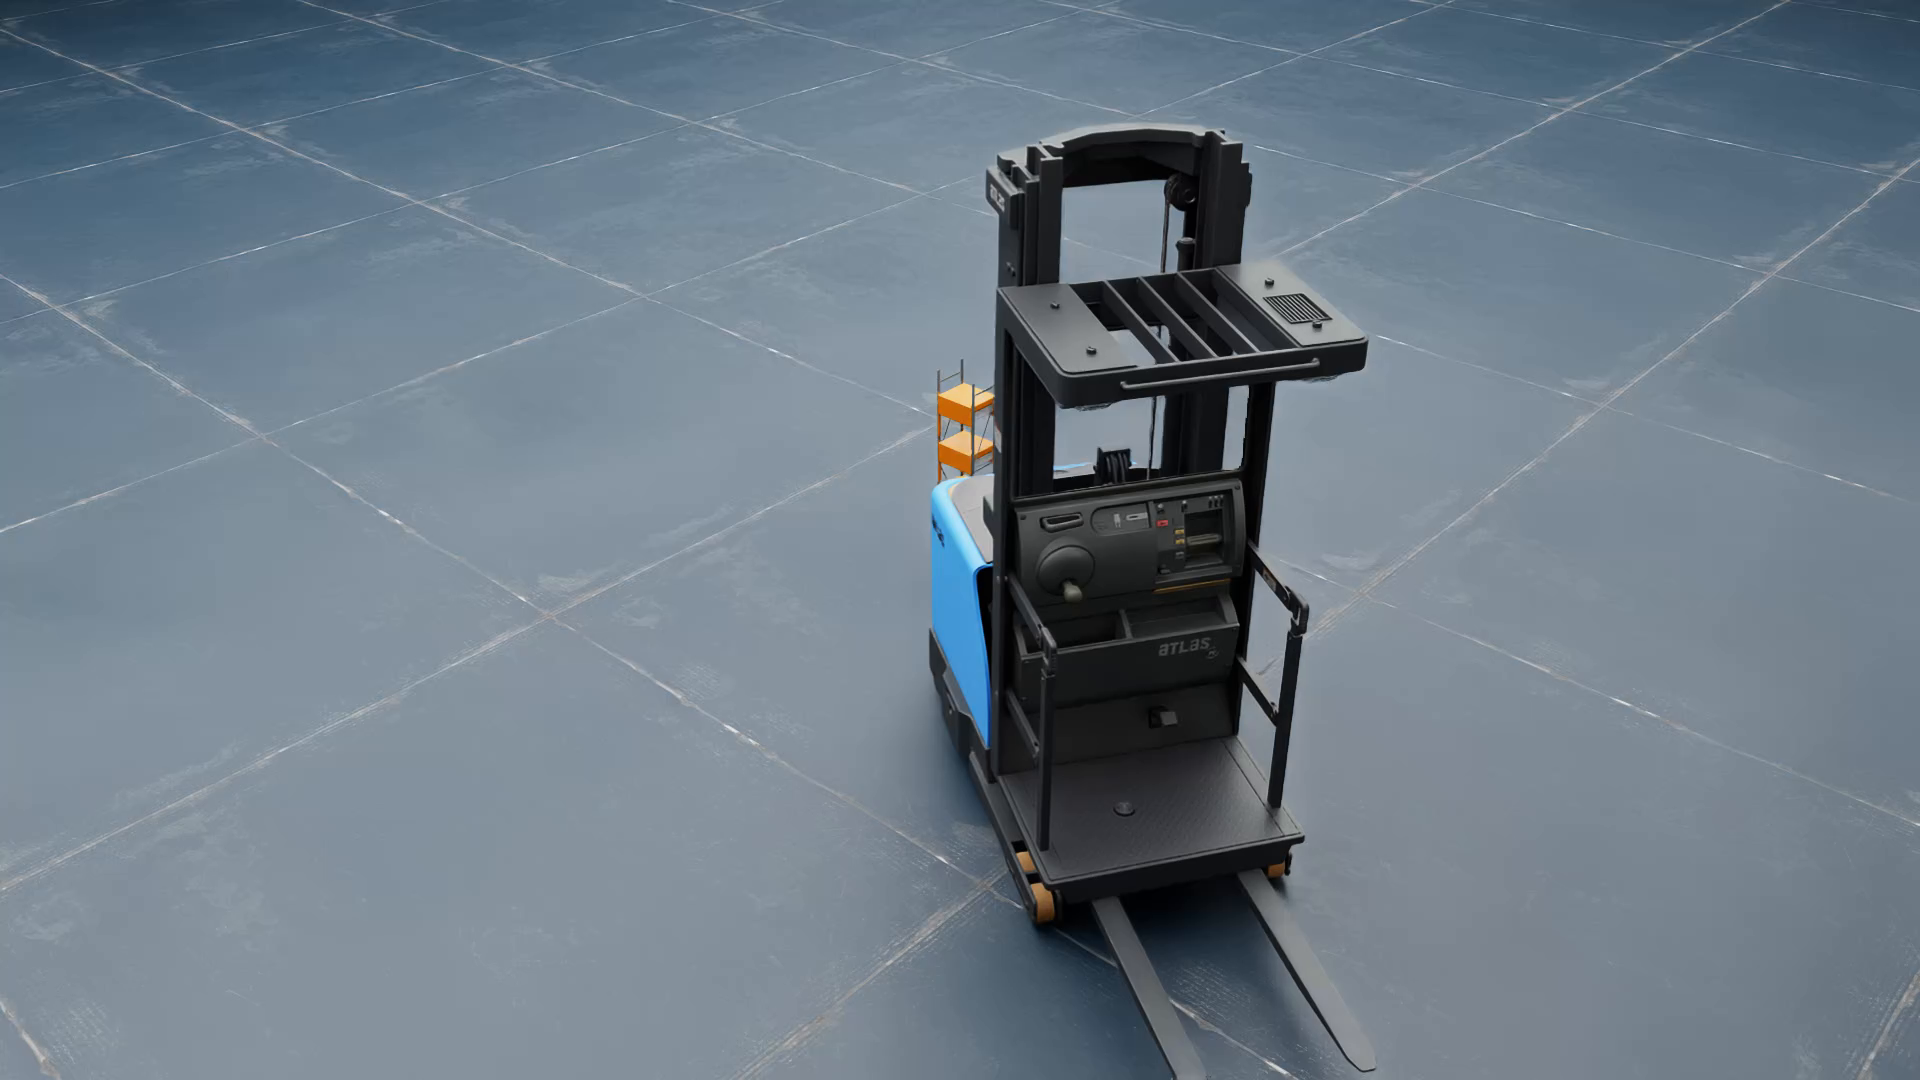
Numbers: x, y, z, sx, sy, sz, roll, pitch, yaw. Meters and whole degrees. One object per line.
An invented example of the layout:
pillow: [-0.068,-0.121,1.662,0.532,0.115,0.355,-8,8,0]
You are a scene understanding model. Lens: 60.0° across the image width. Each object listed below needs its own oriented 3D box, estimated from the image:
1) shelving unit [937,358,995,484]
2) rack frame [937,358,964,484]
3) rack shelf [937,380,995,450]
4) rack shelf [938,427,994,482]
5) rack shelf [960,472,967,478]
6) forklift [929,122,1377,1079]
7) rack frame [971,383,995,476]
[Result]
shelving unit: [0.040,-0.431,8.948,0.252,1.050,0.215,25,39,35]
rack frame: [-0.051,-0.473,9.019,0.008,1.050,0.200,25,39,35]
rack shelf: [0.040,-0.665,8.808,0.240,0.259,0.215,25,39,35]
rack shelf: [0.040,-0.422,8.954,0.240,0.259,0.215,25,39,35]
rack shelf: [0.040,-0.184,9.097,0.240,0.259,0.215,25,39,35]
forklift: [0.731,0.061,6.307,1.130,2.935,3.031,-8,32,-13]
rack frame: [0.130,-0.389,8.878,0.008,1.050,0.200,25,39,35]
